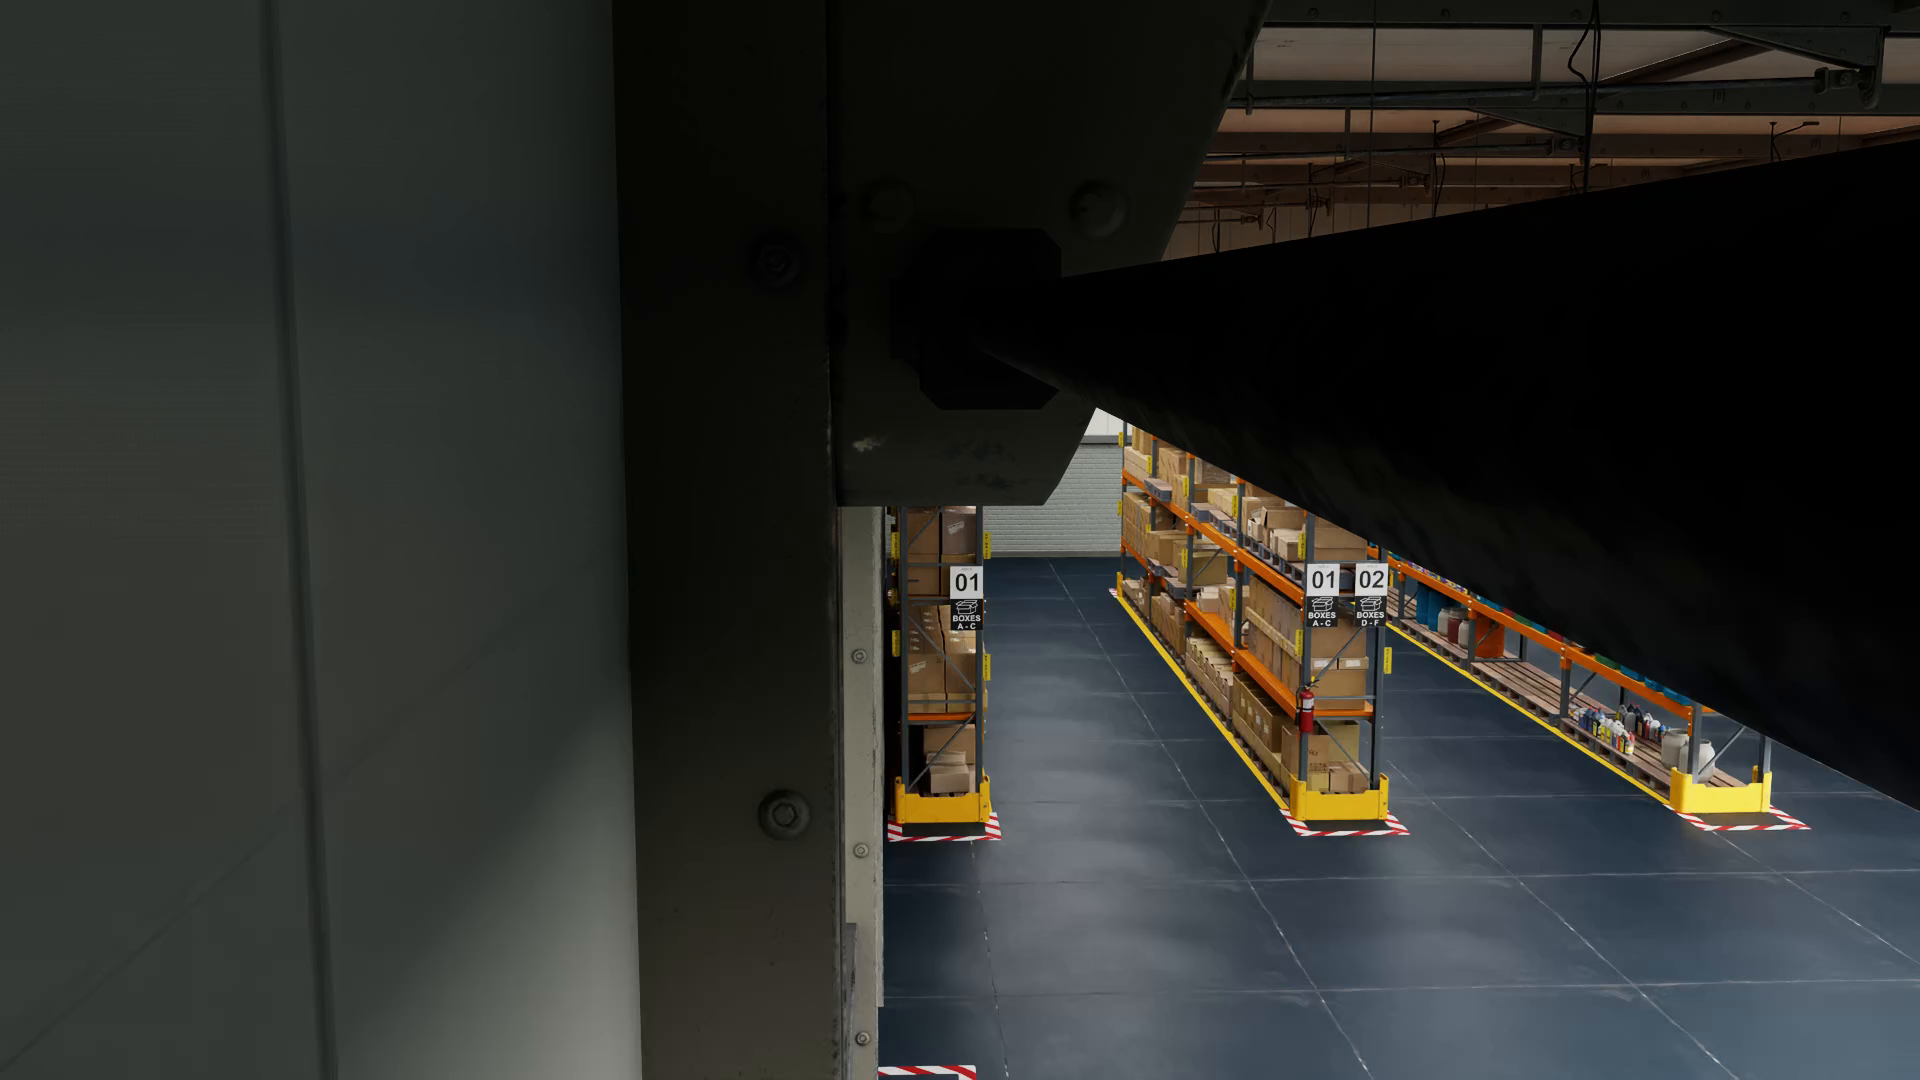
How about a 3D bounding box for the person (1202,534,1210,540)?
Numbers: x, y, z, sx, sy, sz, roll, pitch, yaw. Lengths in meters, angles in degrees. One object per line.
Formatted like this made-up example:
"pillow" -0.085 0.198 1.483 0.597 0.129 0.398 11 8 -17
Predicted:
"person" 5.485 0.219 37.340 0.585 1.727 1.128 -1 8 -10
